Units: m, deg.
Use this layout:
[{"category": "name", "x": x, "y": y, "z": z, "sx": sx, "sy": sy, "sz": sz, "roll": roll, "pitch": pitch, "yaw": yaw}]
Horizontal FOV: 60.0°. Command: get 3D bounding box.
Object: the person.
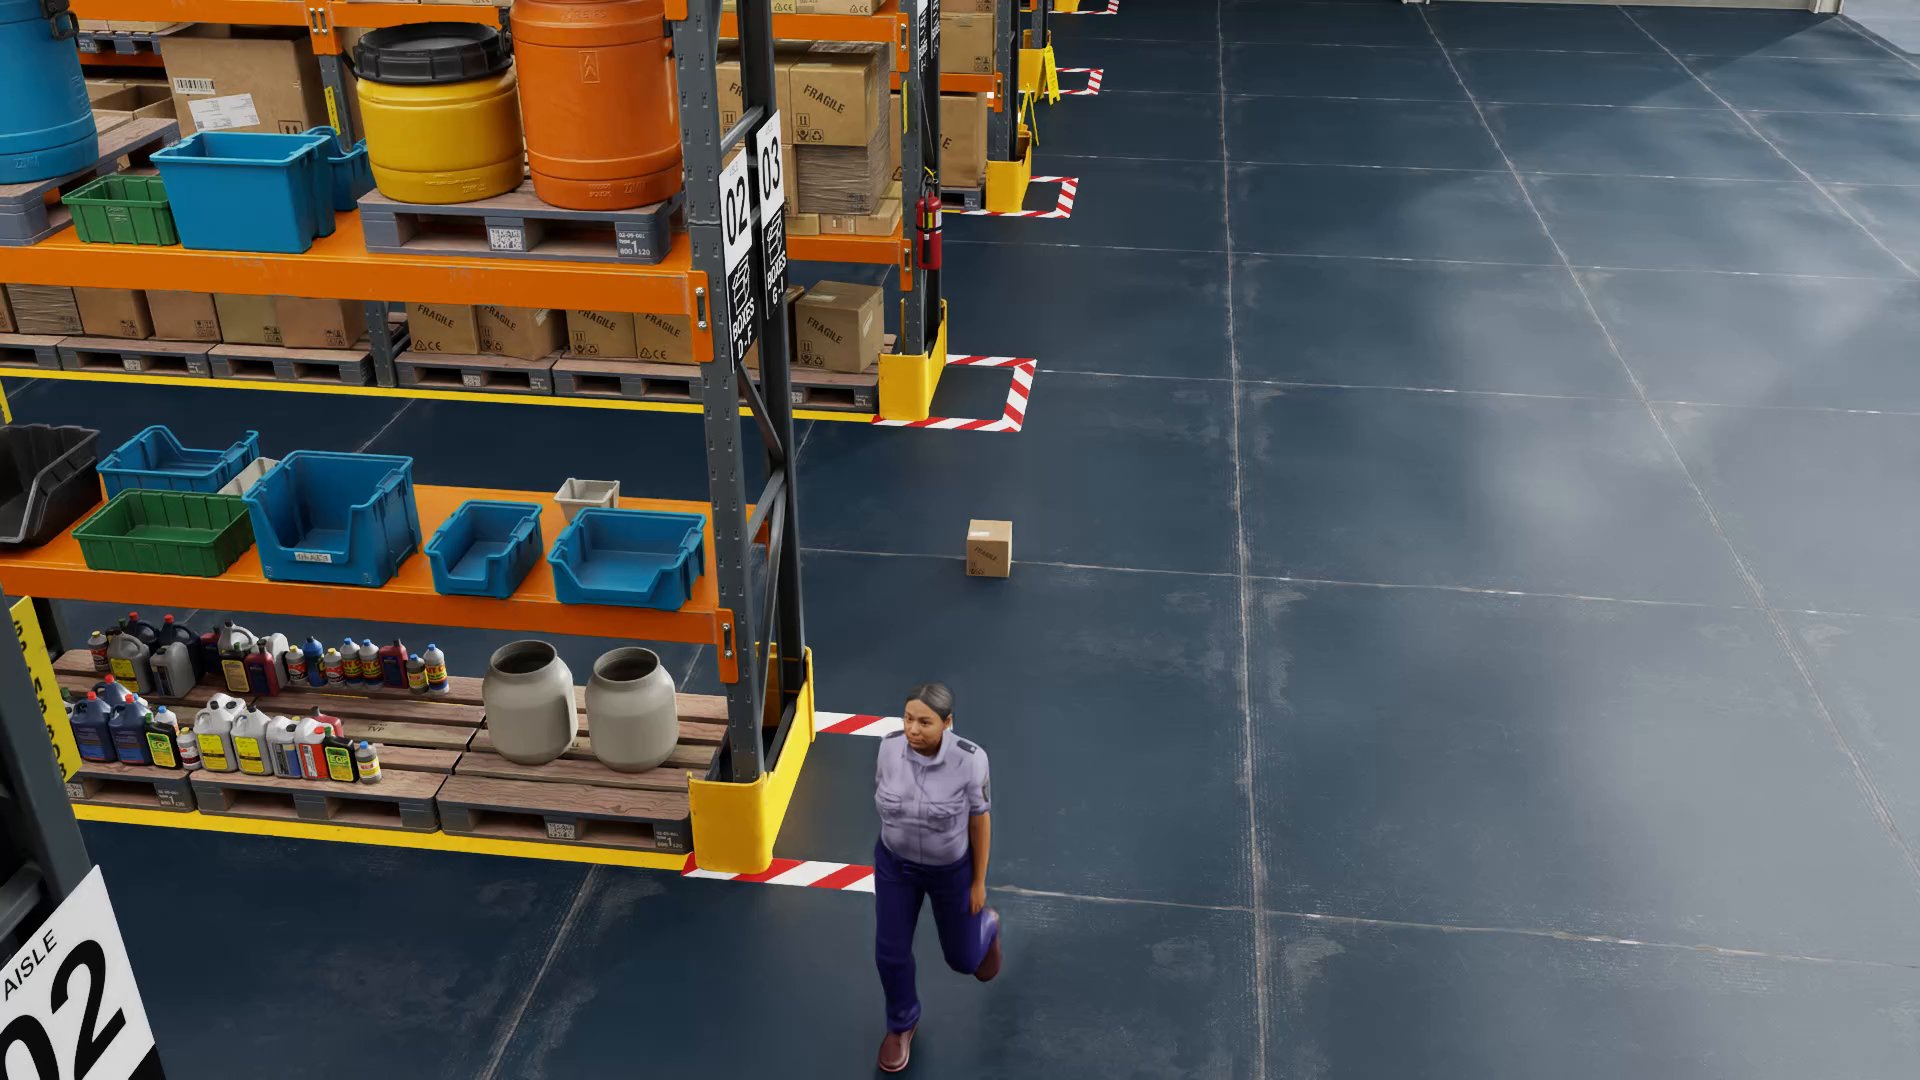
[{"category": "person", "x": -0.101, "y": 1.223, "z": 6.372, "sx": 0.471, "sy": 1.607, "sz": 0.735, "roll": 8, "pitch": 30, "yaw": 15}]
